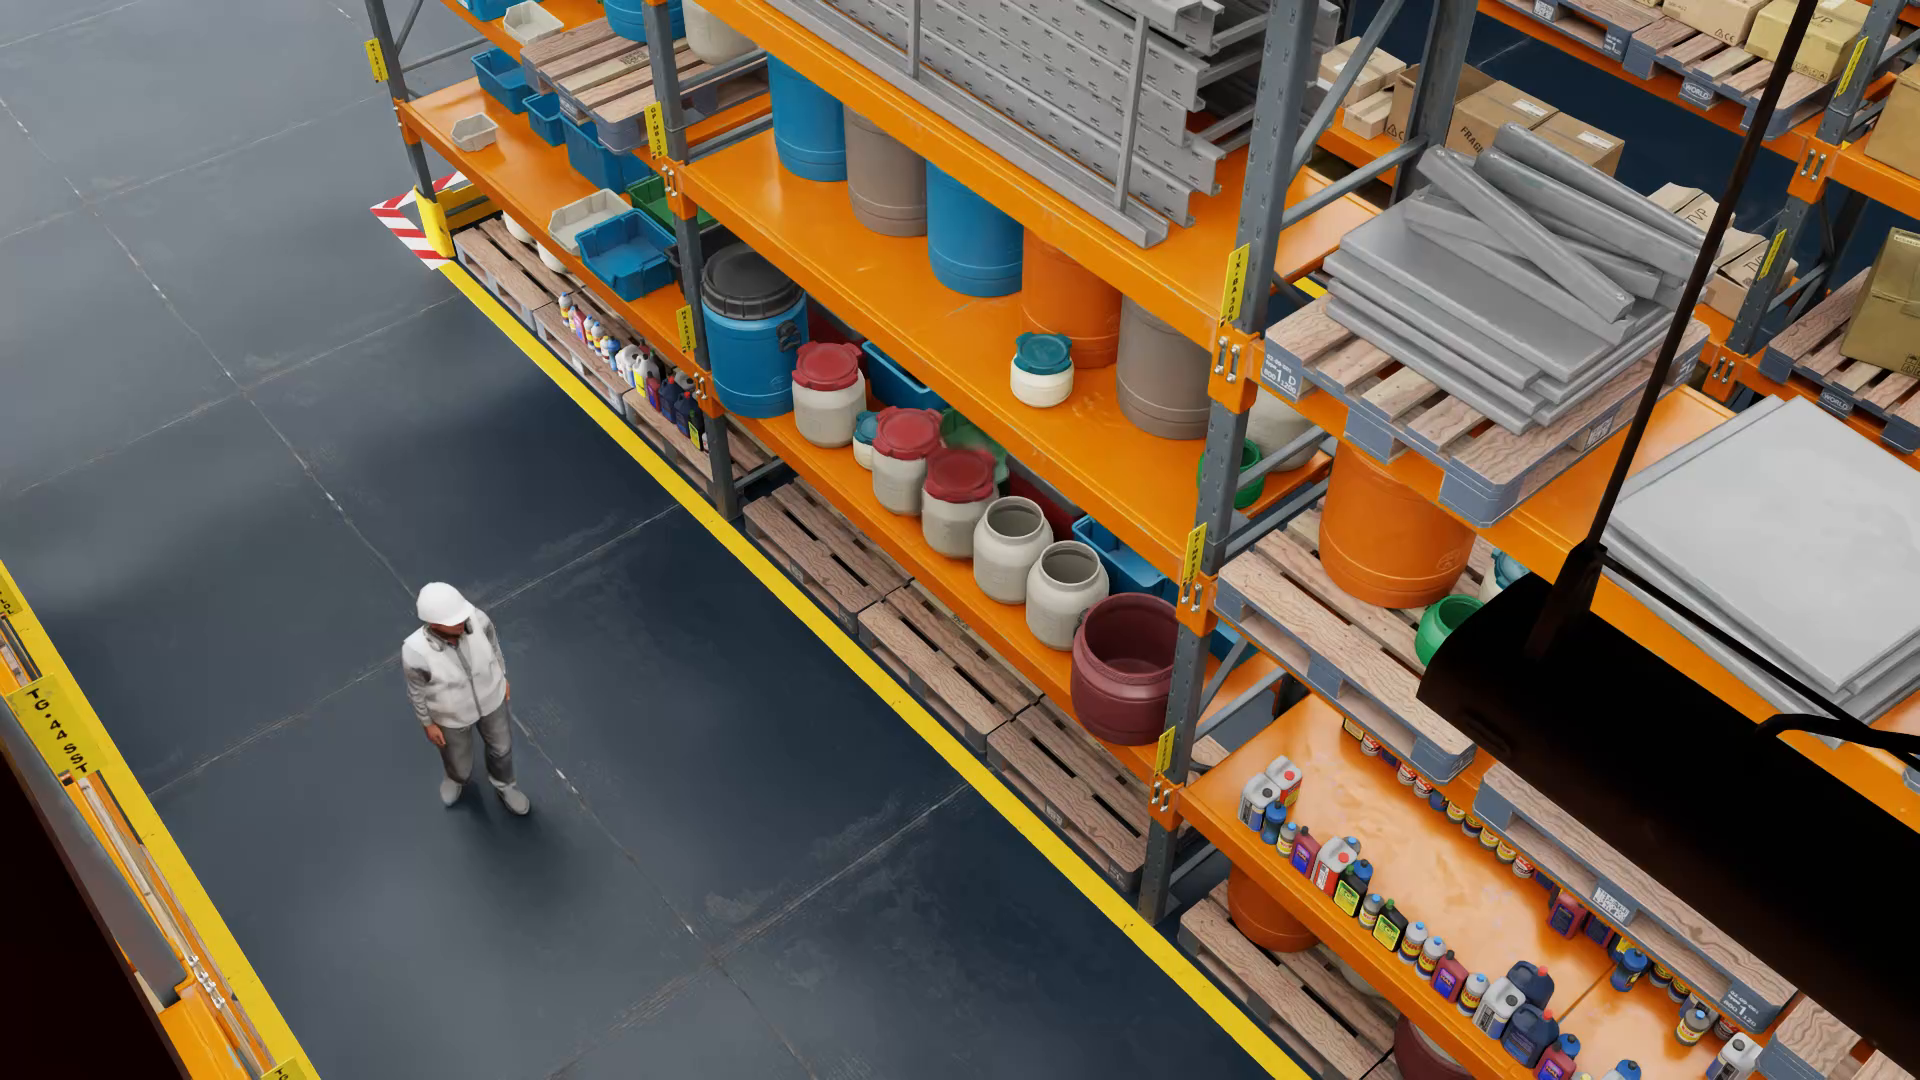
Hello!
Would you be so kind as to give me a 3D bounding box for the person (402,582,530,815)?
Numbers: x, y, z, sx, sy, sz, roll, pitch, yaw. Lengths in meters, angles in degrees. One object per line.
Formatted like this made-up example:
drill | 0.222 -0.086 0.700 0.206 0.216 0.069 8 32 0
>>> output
person | -2.684 0.847 8.966 0.563 1.774 0.524 -31 54 -26
